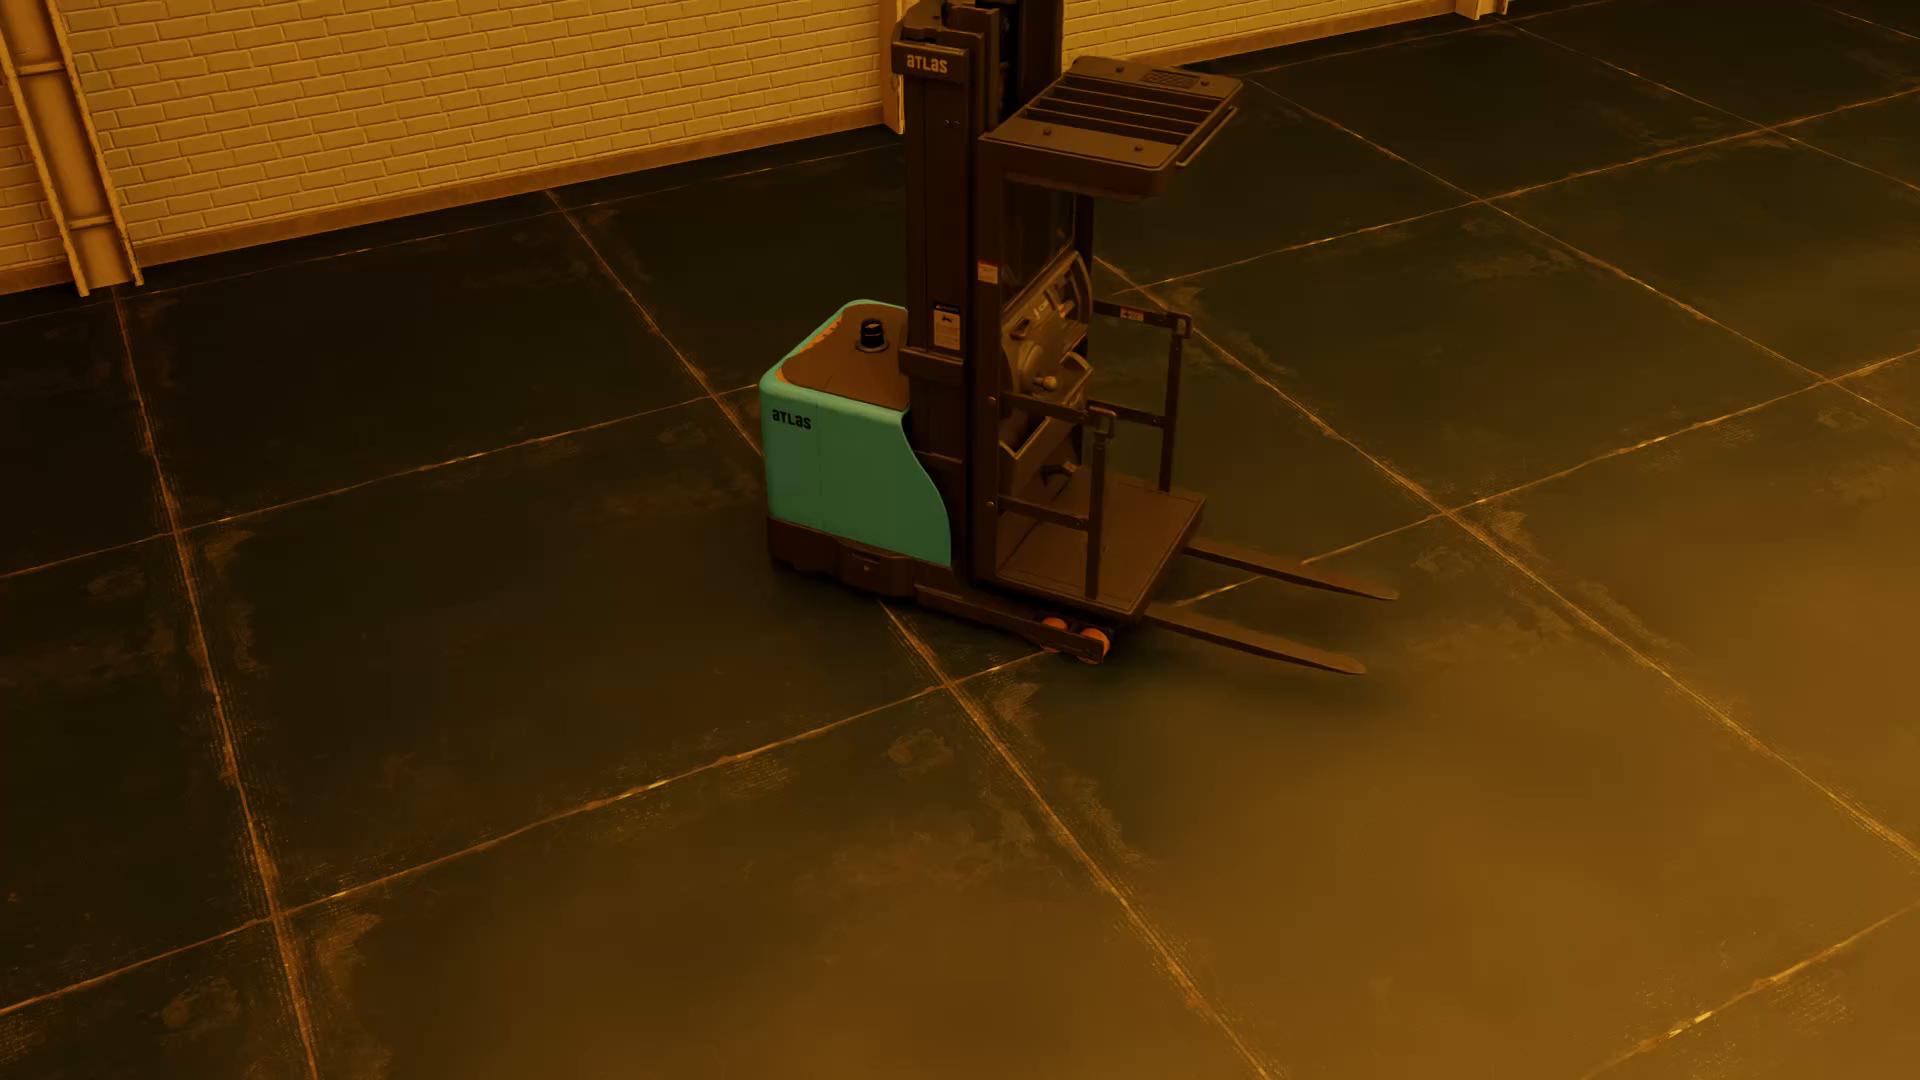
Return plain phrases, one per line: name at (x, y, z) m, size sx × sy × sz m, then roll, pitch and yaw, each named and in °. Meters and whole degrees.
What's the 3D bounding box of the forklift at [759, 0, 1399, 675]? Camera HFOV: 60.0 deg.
forklift at (0.582, -0.965, 7.488) m, size 3.031 × 2.935 × 1.130 m, roll 15°, pitch 38°, yaw 21°
